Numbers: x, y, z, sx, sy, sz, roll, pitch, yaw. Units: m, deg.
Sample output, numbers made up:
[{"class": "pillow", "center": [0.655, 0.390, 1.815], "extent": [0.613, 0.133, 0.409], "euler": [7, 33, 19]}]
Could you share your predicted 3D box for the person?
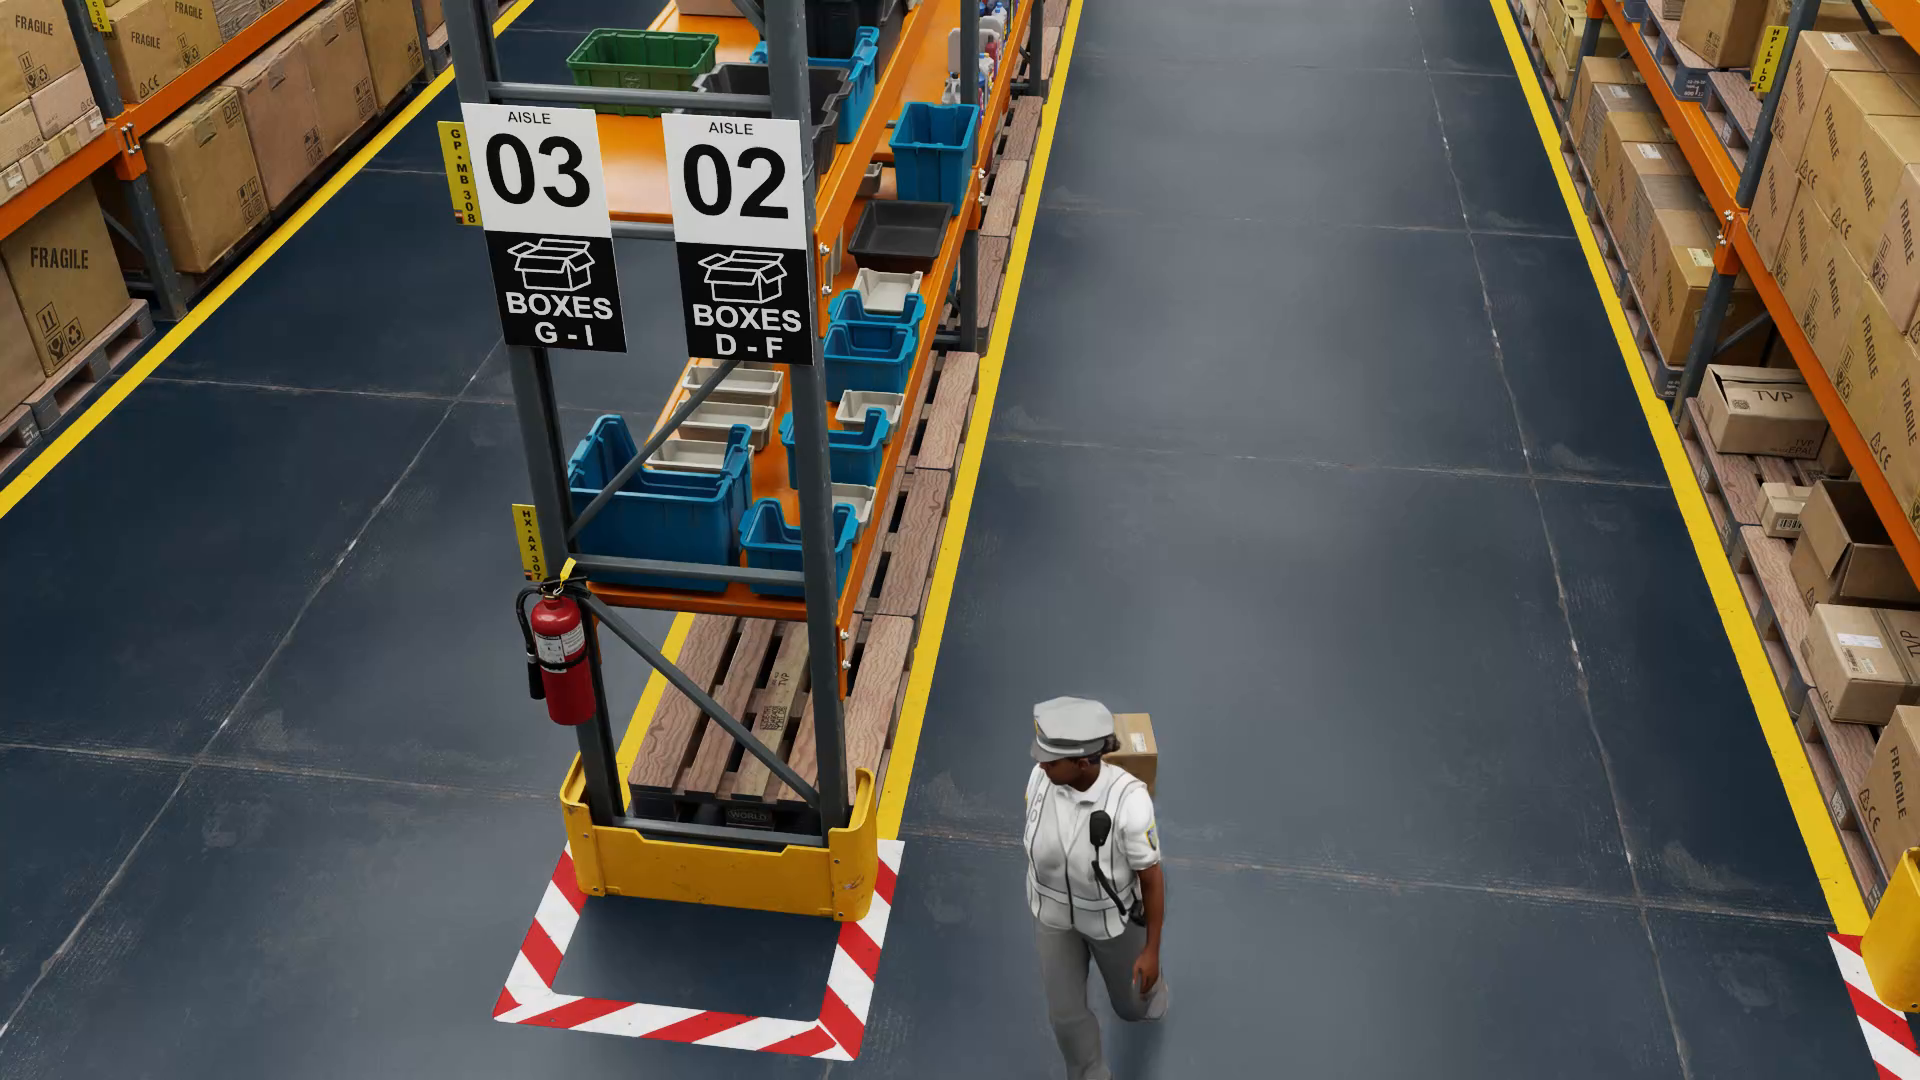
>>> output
[{"class": "person", "center": [0.444, 1.187, 5.417], "extent": [0.525, 1.623, 0.785], "euler": [13, 38, 18]}]
